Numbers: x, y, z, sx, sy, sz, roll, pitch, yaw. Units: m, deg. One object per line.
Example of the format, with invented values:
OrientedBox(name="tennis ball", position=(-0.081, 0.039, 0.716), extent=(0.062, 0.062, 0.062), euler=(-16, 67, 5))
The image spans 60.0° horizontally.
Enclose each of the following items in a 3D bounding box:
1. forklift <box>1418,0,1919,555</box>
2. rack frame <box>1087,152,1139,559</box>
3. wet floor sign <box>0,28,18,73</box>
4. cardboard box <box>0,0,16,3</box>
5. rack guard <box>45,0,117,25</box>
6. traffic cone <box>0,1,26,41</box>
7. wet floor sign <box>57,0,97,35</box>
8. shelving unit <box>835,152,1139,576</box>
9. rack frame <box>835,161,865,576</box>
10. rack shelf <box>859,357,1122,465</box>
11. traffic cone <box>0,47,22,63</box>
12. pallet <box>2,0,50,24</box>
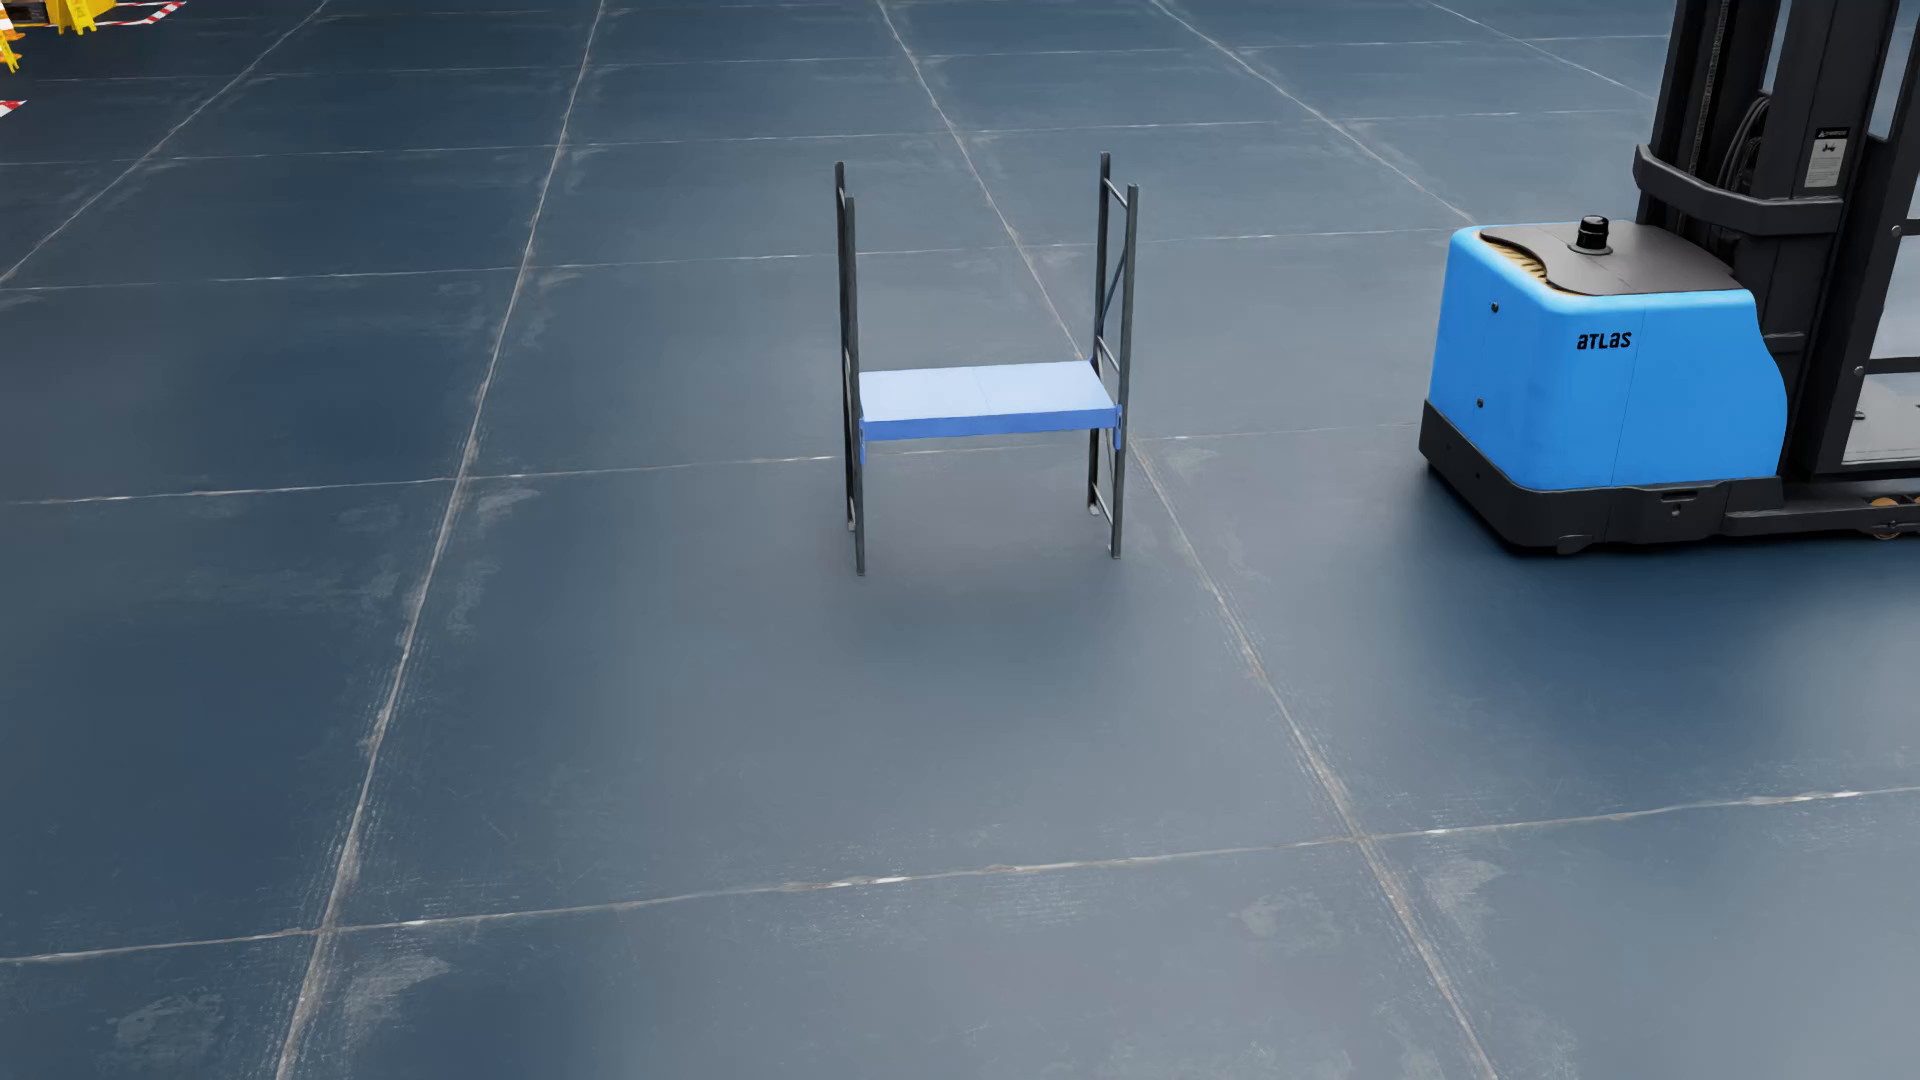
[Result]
OrientedBox(name="forklift", position=(3.593, -1.541, 6.543), extent=(3.031, 2.935, 1.130), euler=(-4, 27, -7))
OrientedBox(name="rack frame", position=(0.588, -0.705, 6.481), extent=(0.032, 1.500, 0.500), euler=(-4, 27, -7))
OrientedBox(name="wet floor sign", position=(-8.633, -4.512, 14.836), extent=(0.232, 0.644, 0.267), euler=(-8, 28, -16))
OrientedBox(name="cardboard box", position=(-9.963, -5.682, 17.091), extent=(0.500, 0.250, 0.500), euler=(-4, 27, -7))
OrientedBox(name="rack guard", position=(-9.251, -5.776, 17.460), extent=(0.348, 0.500, 1.175), euler=(-4, 27, -7))
OrientedBox(name="traffic cone", position=(-9.422, -5.154, 16.288), extent=(0.334, 0.463, 0.336), euler=(-4, 27, -7))
OrientedBox(name="wet floor sign", position=(-8.839, -5.374, 16.517), extent=(0.232, 0.644, 0.267), euler=(6, 28, 11))
OrientedBox(name="shelving unit", position=(0.084, -0.673, 6.418), extent=(1.048, 1.500, 0.538), euler=(-4, 27, -7))
OrientedBox(name="rack frame", position=(-0.419, -0.640, 6.355), extent=(0.032, 1.500, 0.500), euler=(-4, 27, -7))
OrientedBox(name="rack shelf", position=(0.084, -0.513, 6.500), extent=(1.000, 0.185, 0.538), euler=(-4, 27, -7))
OrientedBox(name="traffic cone", position=(-8.931, -4.674, 15.352), extent=(0.334, 0.463, 0.336), euler=(-4, 27, -7))
OrientedBox(name="pallet", position=(-10.061, -5.612, 17.457), extent=(1.213, 0.211, 1.003), euler=(-4, 27, -7))
